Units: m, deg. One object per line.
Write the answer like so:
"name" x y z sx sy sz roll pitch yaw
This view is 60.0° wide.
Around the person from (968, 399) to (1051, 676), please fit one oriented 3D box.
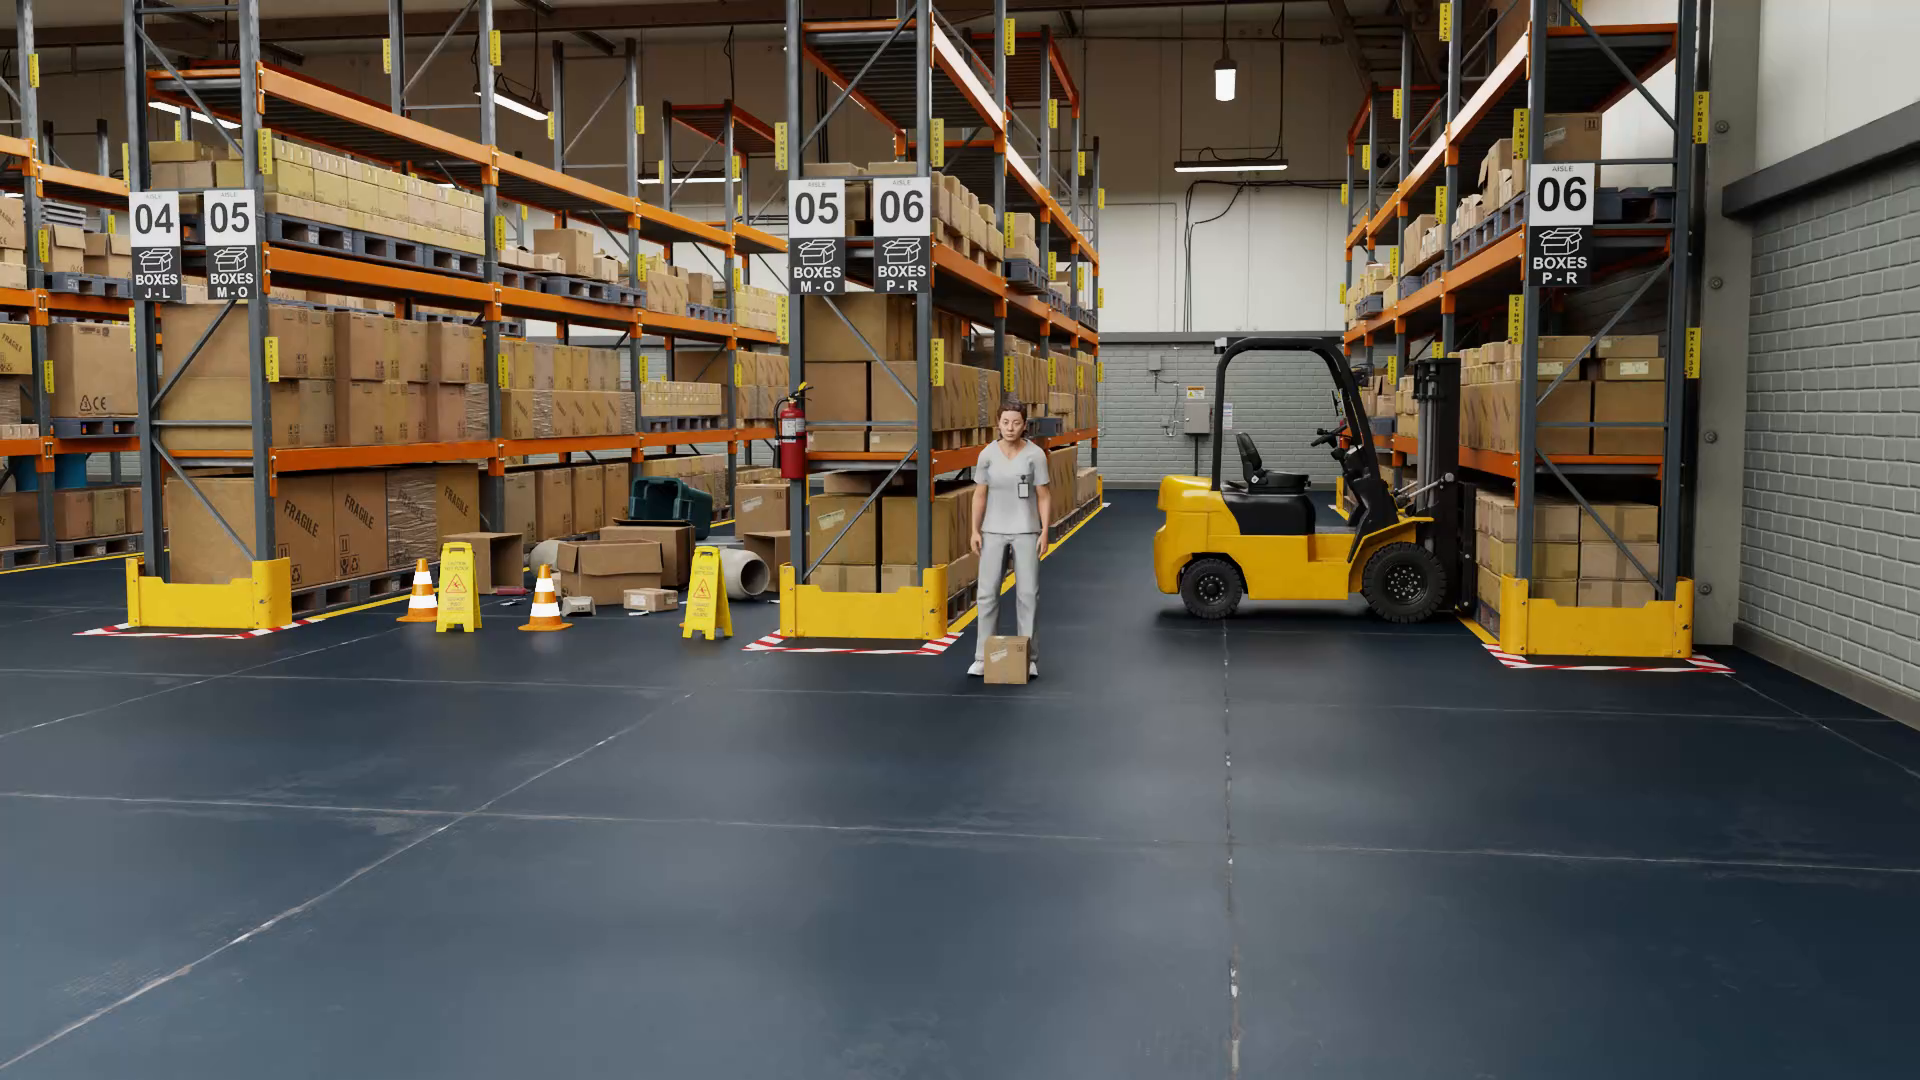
"person" 0.307 -0.017 10.080 0.485 1.673 0.360 1 5 9
